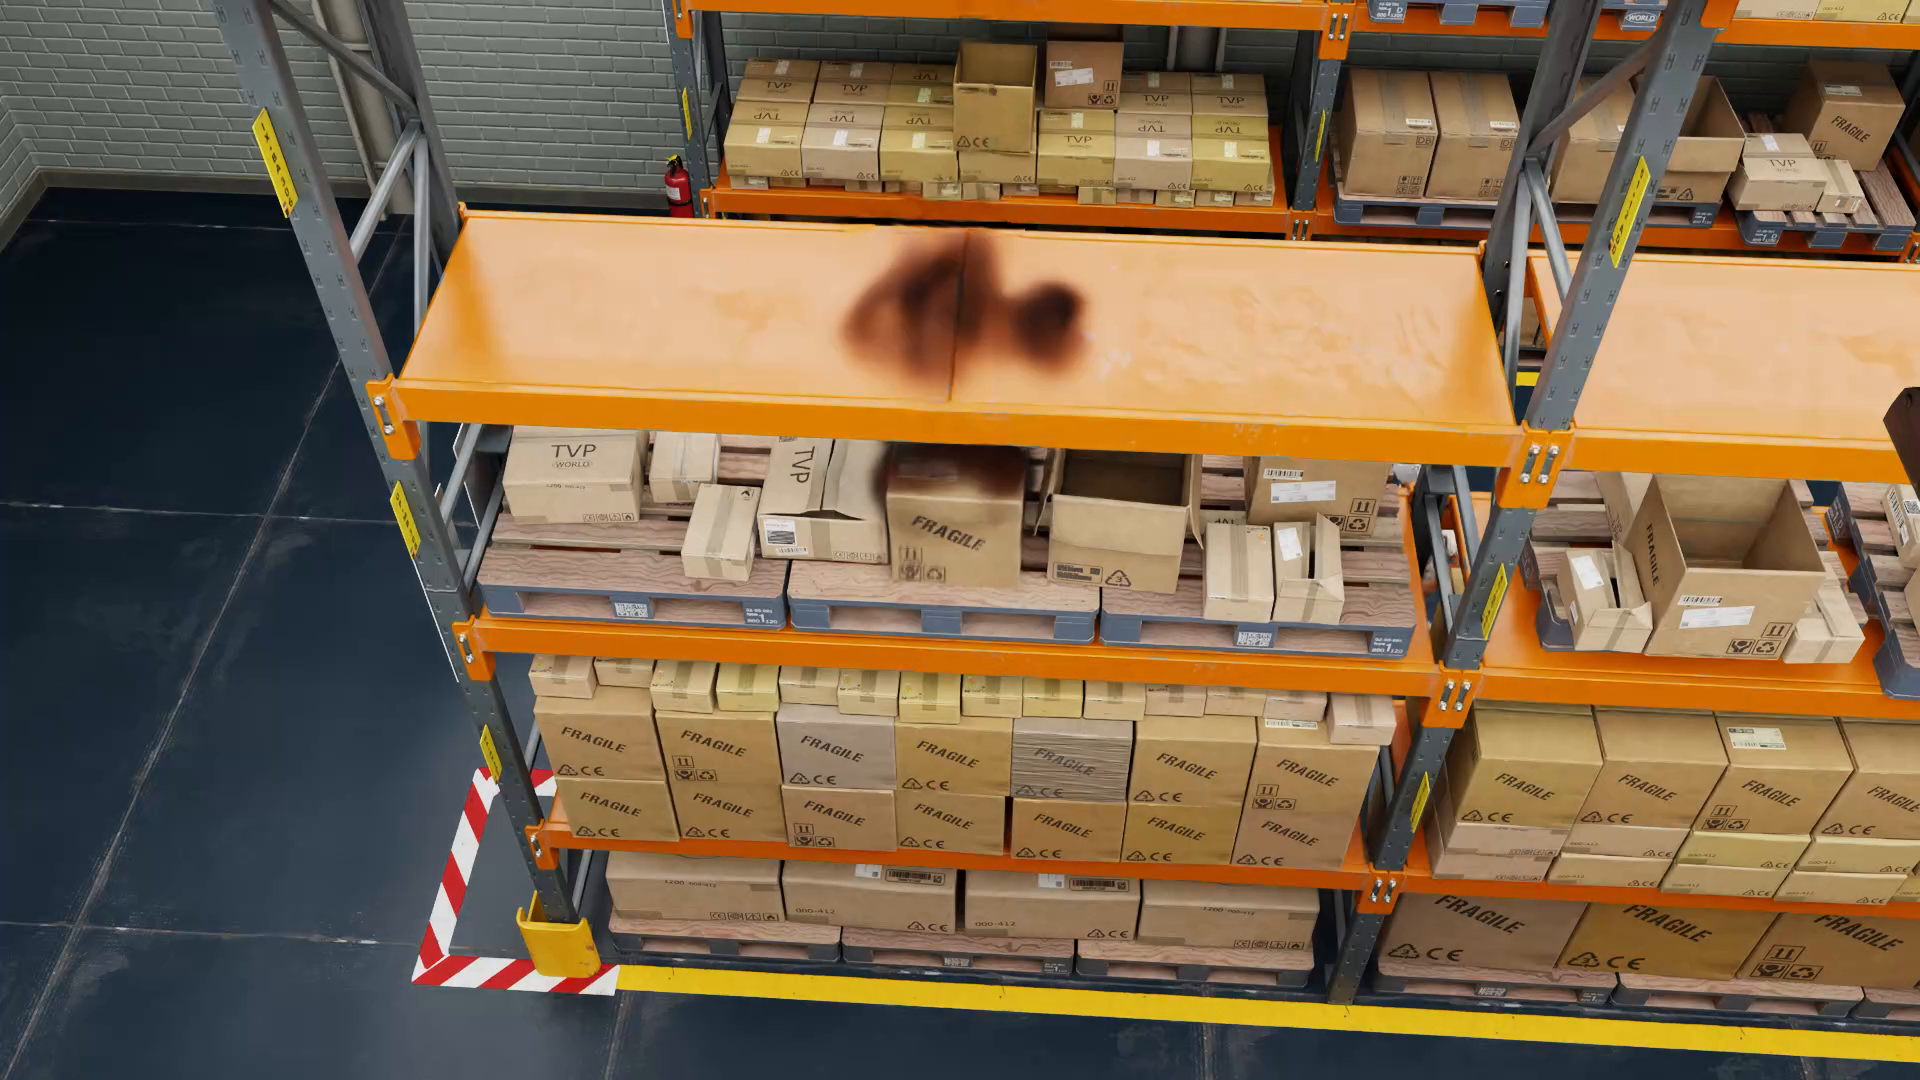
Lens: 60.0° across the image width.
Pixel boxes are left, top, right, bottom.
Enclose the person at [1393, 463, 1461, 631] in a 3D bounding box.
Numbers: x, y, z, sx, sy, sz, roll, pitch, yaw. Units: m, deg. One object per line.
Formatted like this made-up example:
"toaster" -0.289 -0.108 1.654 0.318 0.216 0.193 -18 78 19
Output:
"person" 2.474 0.151 9.304 0.634 1.668 0.612 4 48 3
